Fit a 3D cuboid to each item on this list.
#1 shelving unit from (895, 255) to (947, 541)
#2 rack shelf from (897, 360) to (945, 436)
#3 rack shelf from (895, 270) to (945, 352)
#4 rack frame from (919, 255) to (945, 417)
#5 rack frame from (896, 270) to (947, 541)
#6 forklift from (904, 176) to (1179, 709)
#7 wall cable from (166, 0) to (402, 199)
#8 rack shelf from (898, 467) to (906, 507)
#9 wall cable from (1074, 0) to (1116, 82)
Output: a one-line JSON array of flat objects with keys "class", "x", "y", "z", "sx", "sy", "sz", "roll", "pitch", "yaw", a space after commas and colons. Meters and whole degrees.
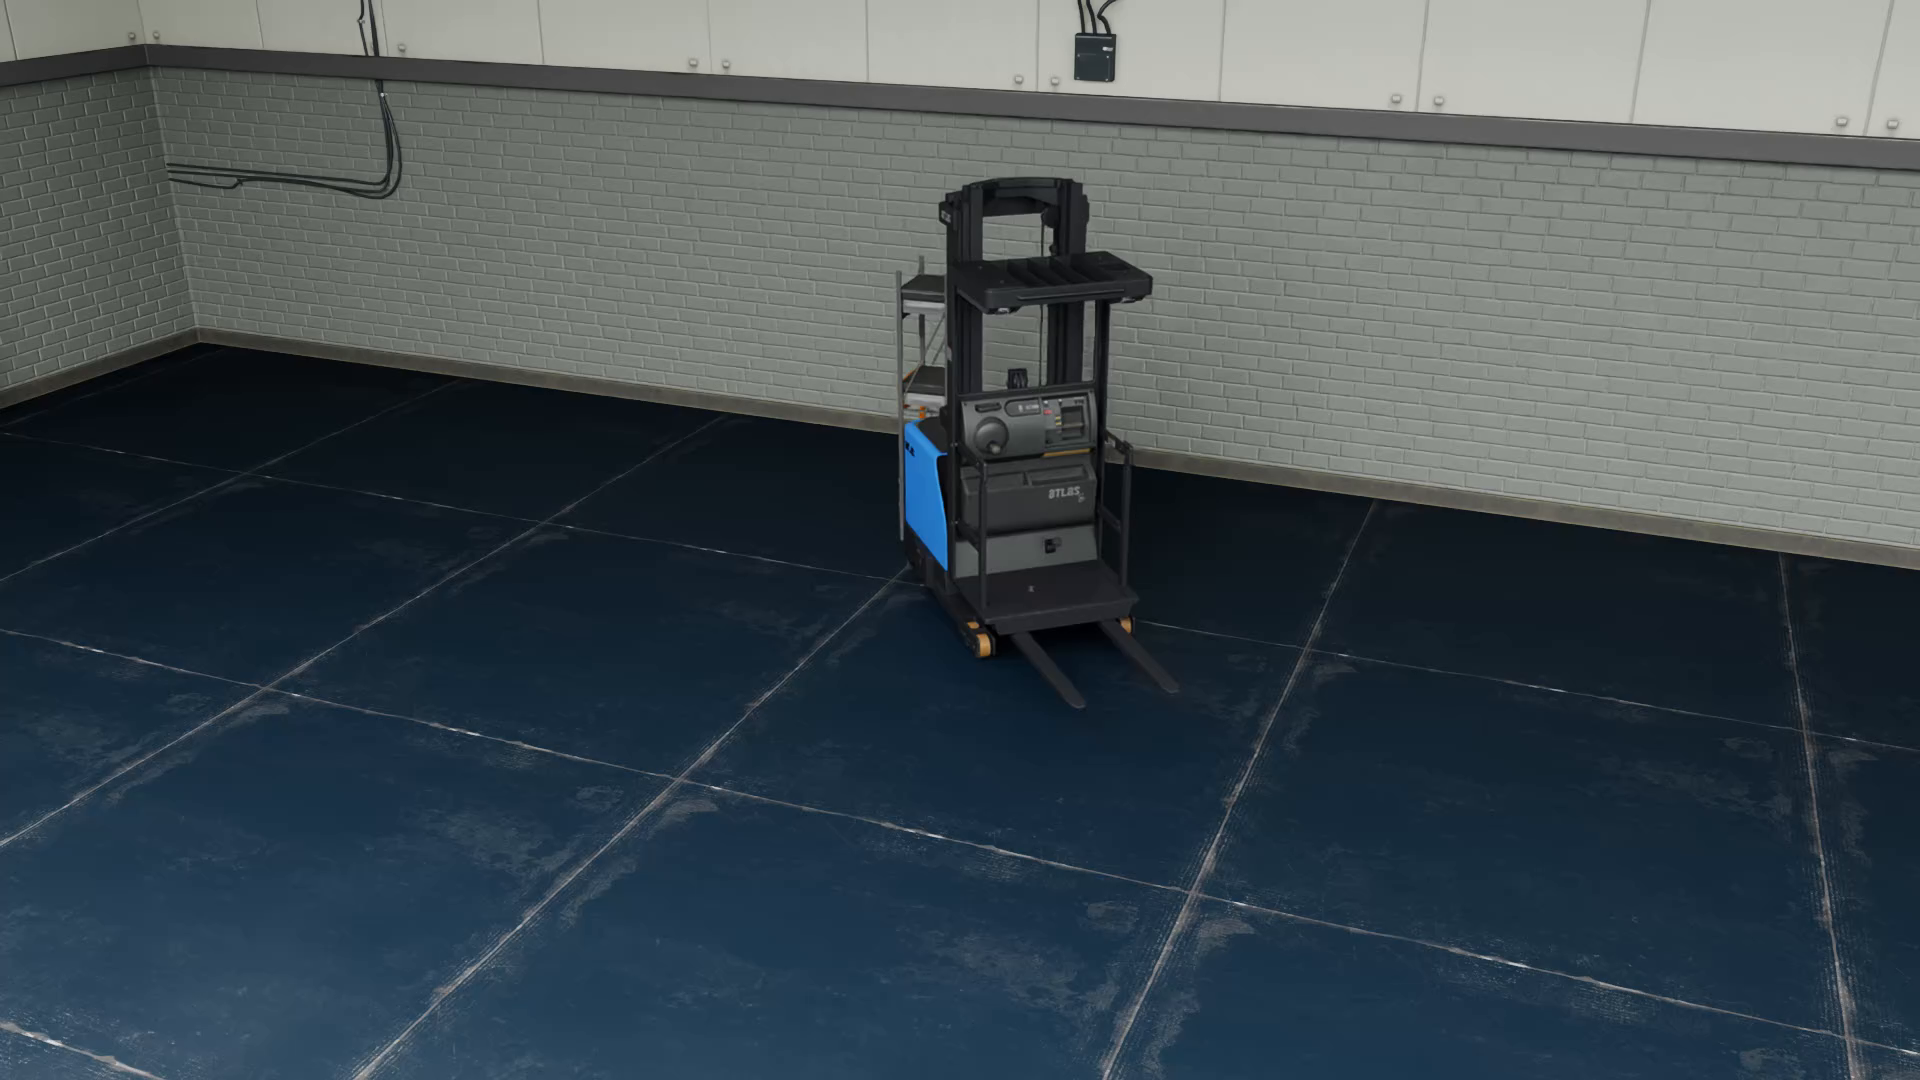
[{"class": "shelving unit", "x": -0.189, "y": -1.033, "z": 12.499, "sx": 0.431, "sy": 2.100, "sz": 0.503, "roll": 7, "pitch": 24, "yaw": 17}, {"class": "rack shelf", "x": -0.189, "y": -1.020, "z": 12.504, "sx": 0.431, "sy": 0.518, "sz": 0.480, "roll": 7, "pitch": 24, "yaw": 17}, {"class": "rack shelf", "x": -0.189, "y": -1.666, "z": 12.234, "sx": 0.431, "sy": 0.518, "sz": 0.480, "roll": 7, "pitch": 24, "yaw": 17}, {"class": "rack frame", "x": -0.112, "y": -1.122, "z": 12.712, "sx": 0.400, "sy": 2.100, "sz": 0.015, "roll": 7, "pitch": 24, "yaw": 17}, {"class": "rack frame", "x": -0.266, "y": -0.944, "z": 12.285, "sx": 0.400, "sy": 2.100, "sz": 0.015, "roll": 7, "pitch": 24, "yaw": 17}, {"class": "forklift", "x": 0.528, "y": -0.751, "z": 10.745, "sx": 1.130, "sy": 2.935, "sz": 3.031, "roll": -7, "pitch": 24, "yaw": -17}, {"class": "wall cable", "x": -6.822, "y": -4.626, "z": 16.179, "sx": 3.097, "sy": 2.526, "sz": 0.112, "roll": 9, "pitch": 24, "yaw": 20}, {"class": "rack shelf", "x": -0.189, "y": -0.374, "z": 12.774, "sx": 0.431, "sy": 0.518, "sz": 0.480, "roll": 7, "pitch": 24, "yaw": 17}, {"class": "wall cable", "x": 1.986, "y": -6.263, "z": 11.657, "sx": 2.305, "sy": 6.003, "sz": 0.169, "roll": 9, "pitch": 24, "yaw": 20}]
